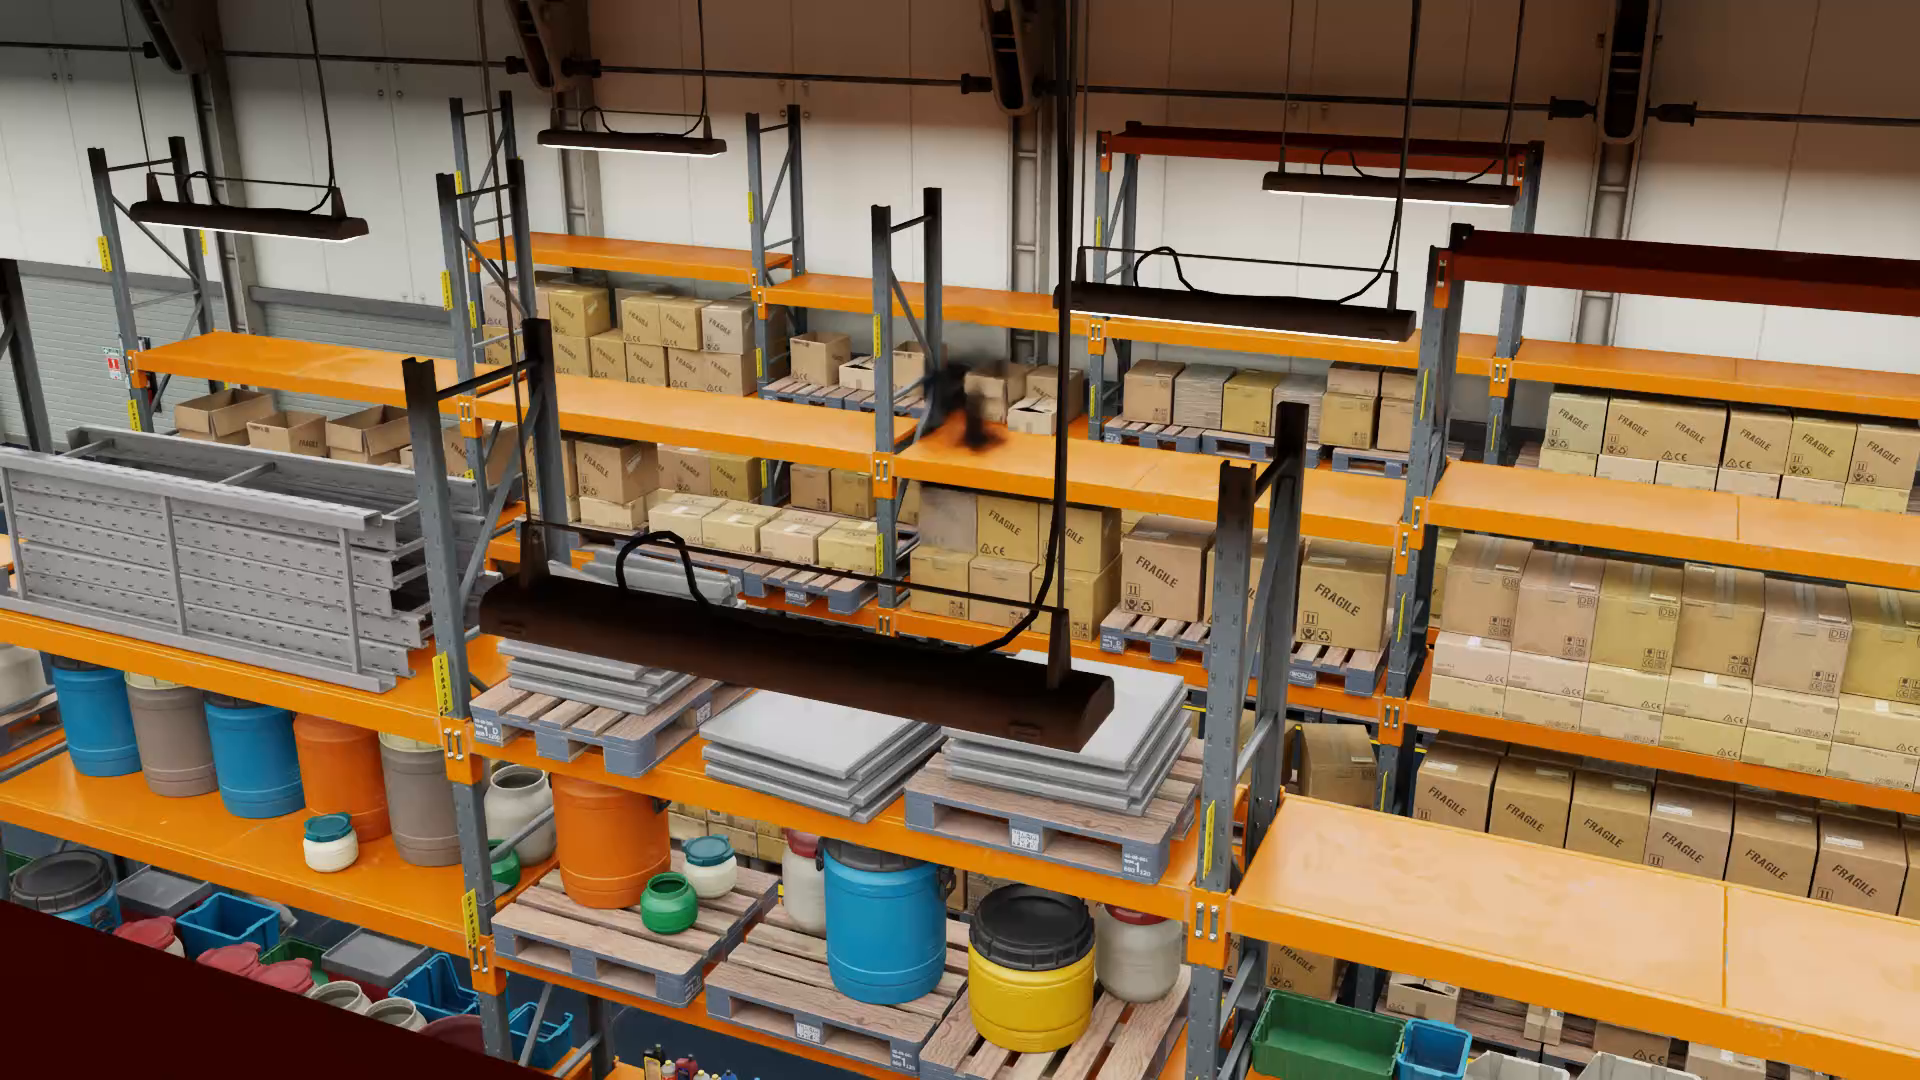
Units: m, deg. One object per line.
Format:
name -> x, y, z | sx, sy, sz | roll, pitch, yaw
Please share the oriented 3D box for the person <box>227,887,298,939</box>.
person -> -5.879, 2.488, 13.596 | 0.915, 1.692, 0.567 | 6, 21, 16
